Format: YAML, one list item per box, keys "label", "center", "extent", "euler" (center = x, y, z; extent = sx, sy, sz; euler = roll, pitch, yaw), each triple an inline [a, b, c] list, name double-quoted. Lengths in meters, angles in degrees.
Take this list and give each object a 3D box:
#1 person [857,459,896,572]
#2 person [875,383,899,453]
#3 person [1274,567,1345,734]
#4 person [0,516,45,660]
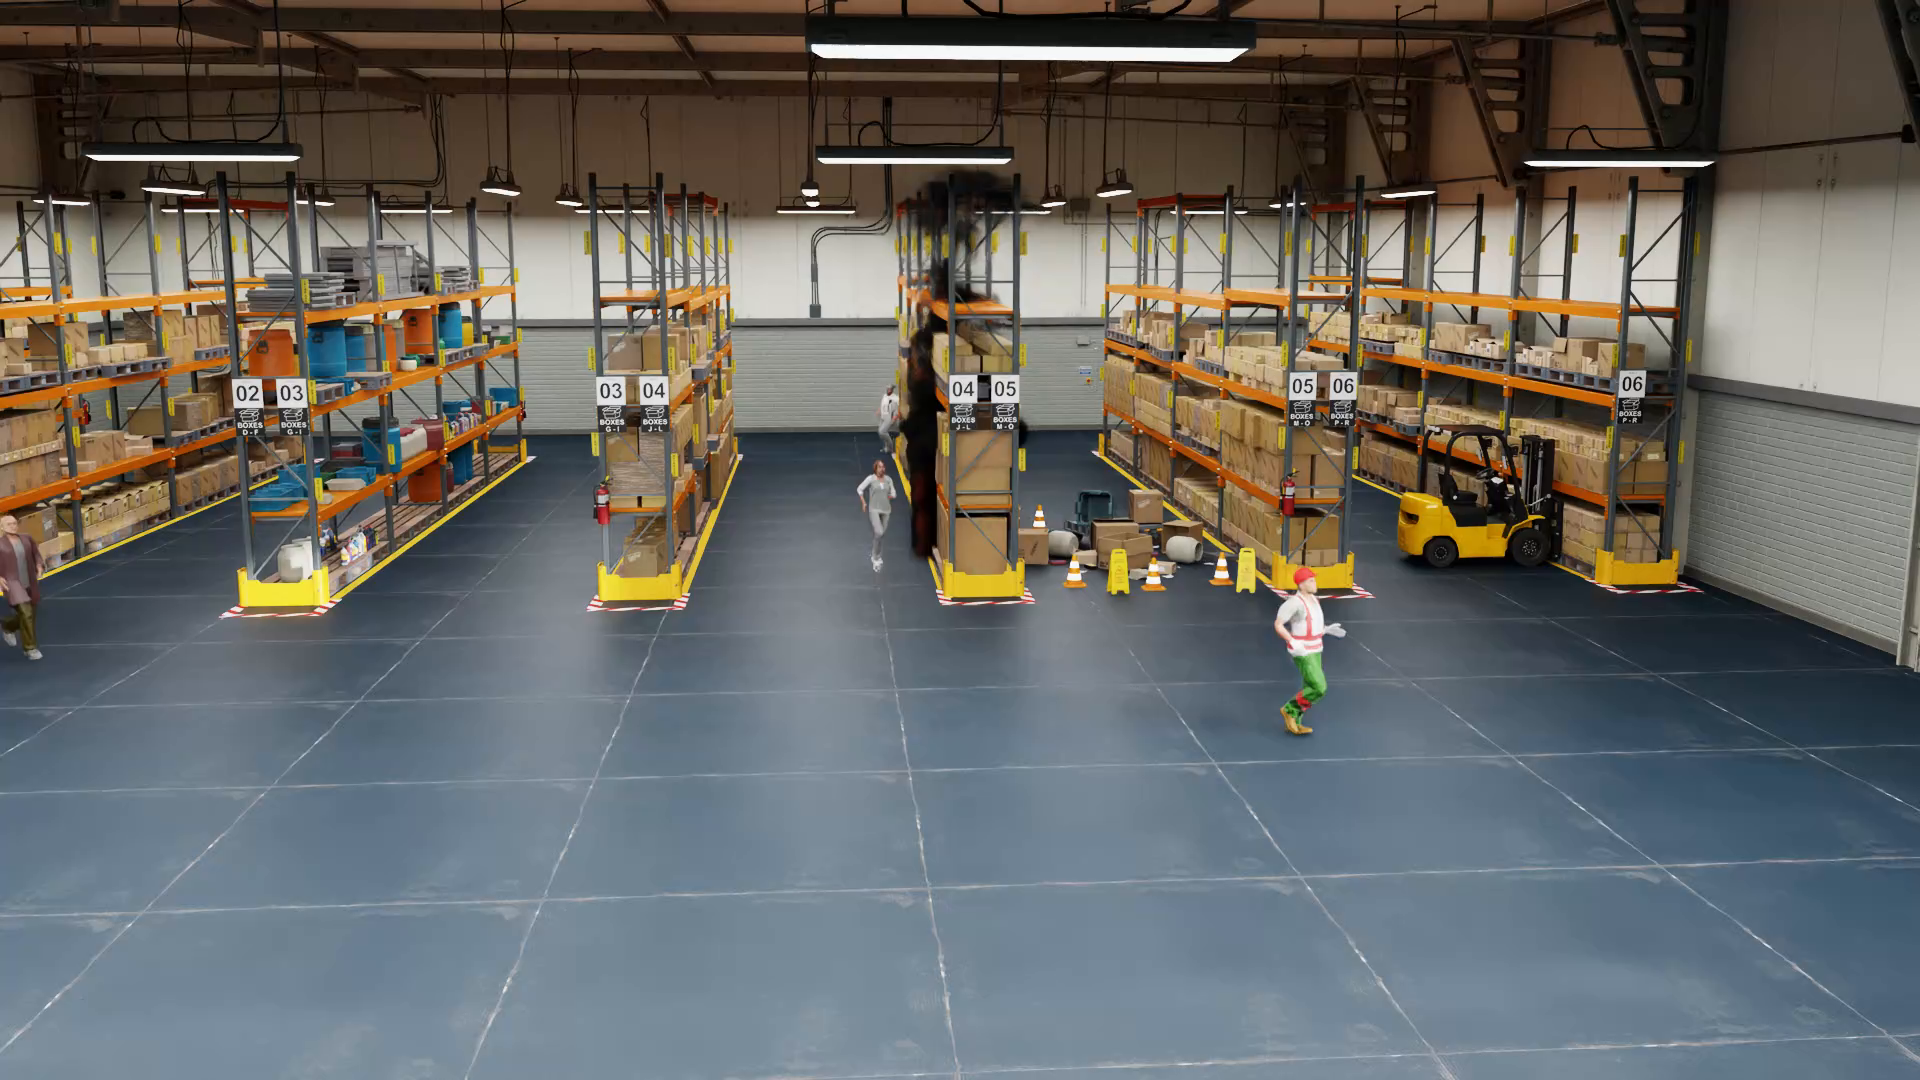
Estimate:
- label: "person"
  center: [-1.189, -0.364, 24.560]
  extent: [0.503, 1.661, 0.665]
  euler: [-5, 11, -26]
- label: "person"
  center: [-1.758, -2.969, 40.564]
  extent: [0.576, 1.732, 0.725]
  euler: [-8, 13, -39]
- label: "person"
  center: [3.605, 1.154, 17.070]
  extent: [0.584, 1.742, 0.643]
  euler: [7, 12, 34]
- label: "person"
  center: [-11.625, 0.569, 20.483]
  extent: [0.844, 1.771, 0.704]
  euler: [6, 12, 30]
